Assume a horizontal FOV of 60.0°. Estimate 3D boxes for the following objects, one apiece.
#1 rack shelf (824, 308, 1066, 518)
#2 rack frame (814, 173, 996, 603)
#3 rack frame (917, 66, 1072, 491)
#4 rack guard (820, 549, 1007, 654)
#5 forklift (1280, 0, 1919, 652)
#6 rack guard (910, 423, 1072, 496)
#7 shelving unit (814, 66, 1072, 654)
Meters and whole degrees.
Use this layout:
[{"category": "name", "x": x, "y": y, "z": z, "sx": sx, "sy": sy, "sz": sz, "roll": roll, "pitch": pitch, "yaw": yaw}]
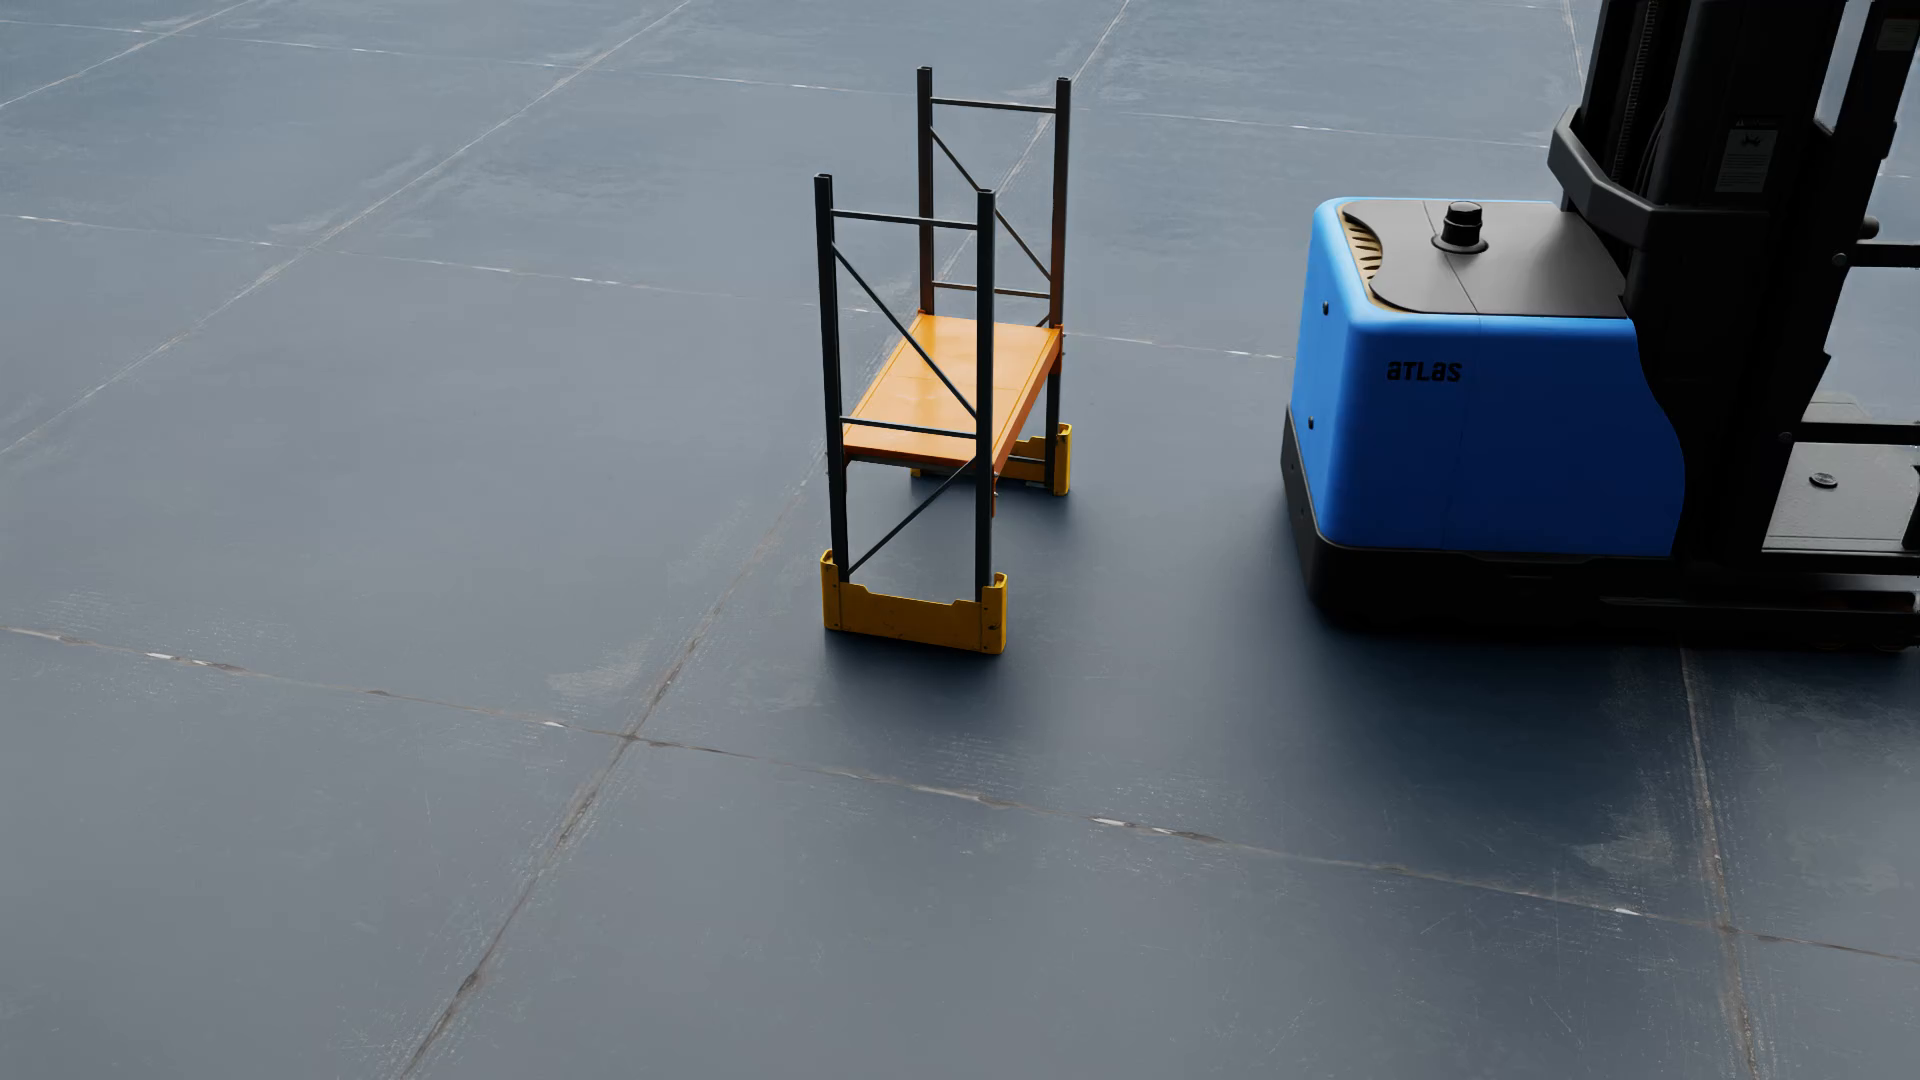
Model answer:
[{"category": "rack shelf", "x": -0.022, "y": -0.437, "z": 5.374, "sx": 0.538, "sy": 0.185, "sz": 1.000, "roll": 8, "pitch": 33, "yaw": 12}, {"category": "rack frame", "x": -0.151, "y": -0.325, "z": 4.863, "sx": 0.500, "sy": 1.500, "sz": 0.032, "roll": 8, "pitch": 33, "yaw": 12}, {"category": "rack frame", "x": 0.107, "y": -0.852, "z": 5.693, "sx": 0.500, "sy": 1.500, "sz": 0.032, "roll": 8, "pitch": 33, "yaw": 12}, {"category": "rack guard", "x": -0.146, "y": 0.193, "z": 5.214, "sx": 0.587, "sy": 0.250, "sz": 0.087, "roll": 8, "pitch": 33, "yaw": 12}, {"category": "forklift", "x": 2.654, "y": -1.182, "z": 4.877, "sx": 3.031, "sy": 2.935, "sz": 1.130, "roll": 2, "pitch": 32, "yaw": 3}, {"category": "rack guard", "x": 0.107, "y": -0.324, "z": 6.027, "sx": 0.587, "sy": 0.250, "sz": 0.087, "roll": 8, "pitch": 33, "yaw": 12}, {"category": "shelving unit", "x": -0.019, "y": -0.593, "z": 5.285, "sx": 0.587, "sy": 1.500, "sz": 1.083, "roll": 8, "pitch": 33, "yaw": 12}]
